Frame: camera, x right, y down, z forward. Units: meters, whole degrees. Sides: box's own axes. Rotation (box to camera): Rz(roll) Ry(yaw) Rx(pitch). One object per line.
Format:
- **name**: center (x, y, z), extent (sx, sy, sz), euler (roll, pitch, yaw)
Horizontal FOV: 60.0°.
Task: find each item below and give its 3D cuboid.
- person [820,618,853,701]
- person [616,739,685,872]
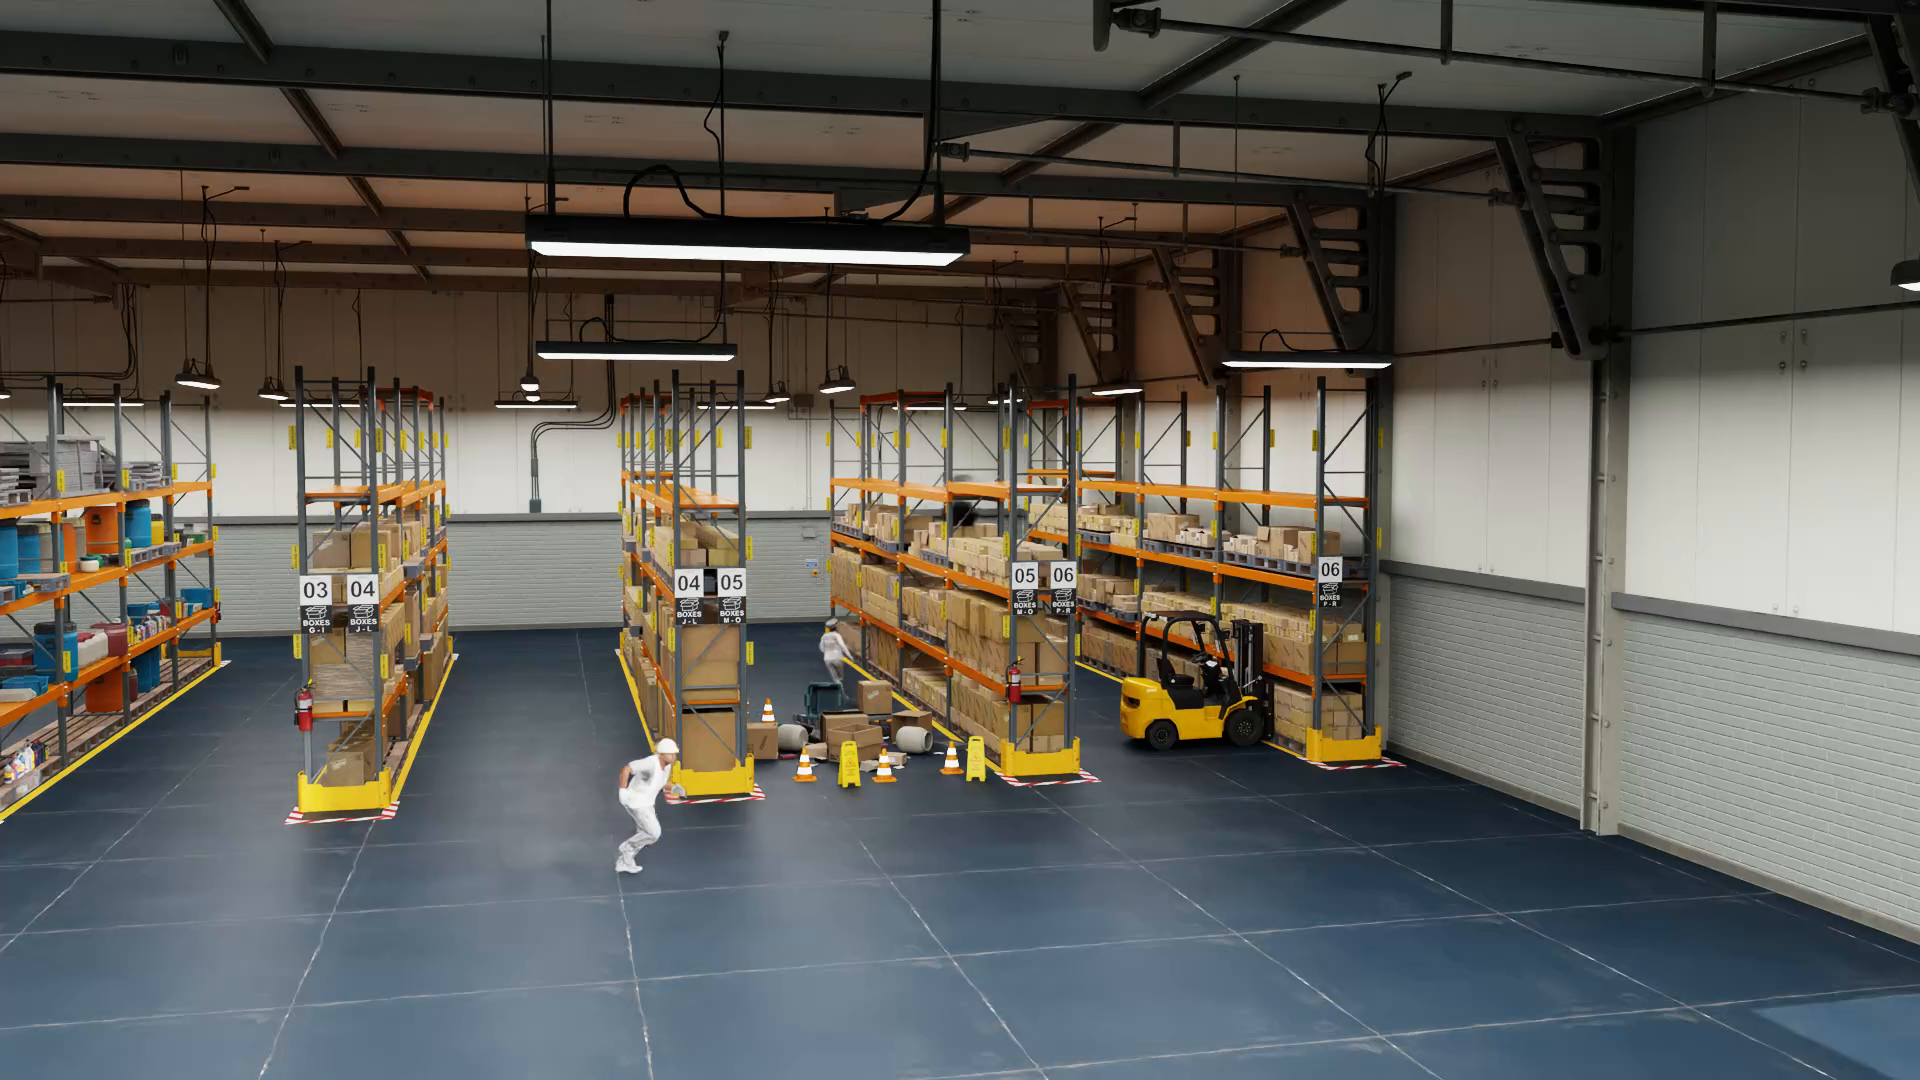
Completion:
- **person**: center (-2.384, 2.329, 31.703), extent (0.716, 1.631, 0.604), euler (1, 4, 15)
- **person**: center (-3.593, 3.063, 19.074), extent (0.864, 1.591, 0.720), euler (1, 4, 18)
